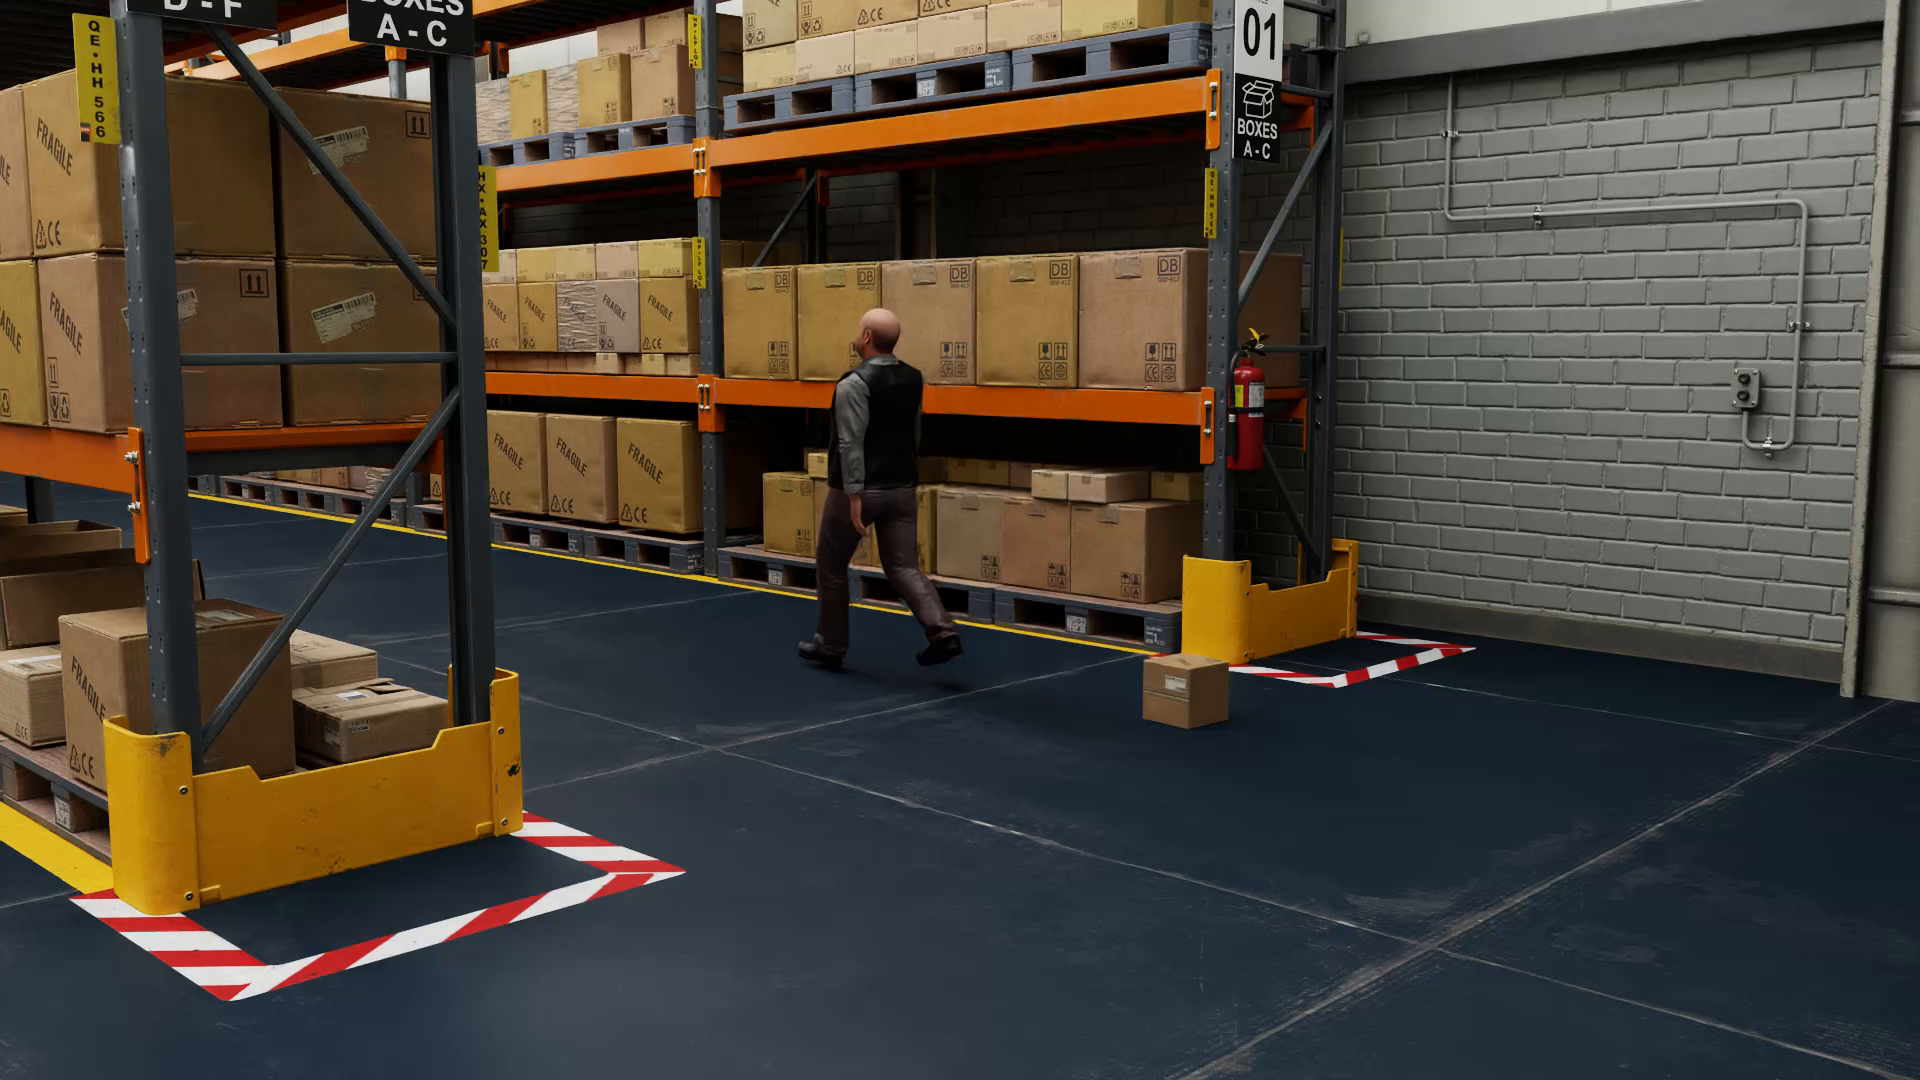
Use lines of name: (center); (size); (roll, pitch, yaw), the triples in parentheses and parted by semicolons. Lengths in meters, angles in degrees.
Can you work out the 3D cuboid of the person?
person: (-0.387, -0.218, 7.657); (0.537, 1.680, 0.985); (-6, 9, -39)
